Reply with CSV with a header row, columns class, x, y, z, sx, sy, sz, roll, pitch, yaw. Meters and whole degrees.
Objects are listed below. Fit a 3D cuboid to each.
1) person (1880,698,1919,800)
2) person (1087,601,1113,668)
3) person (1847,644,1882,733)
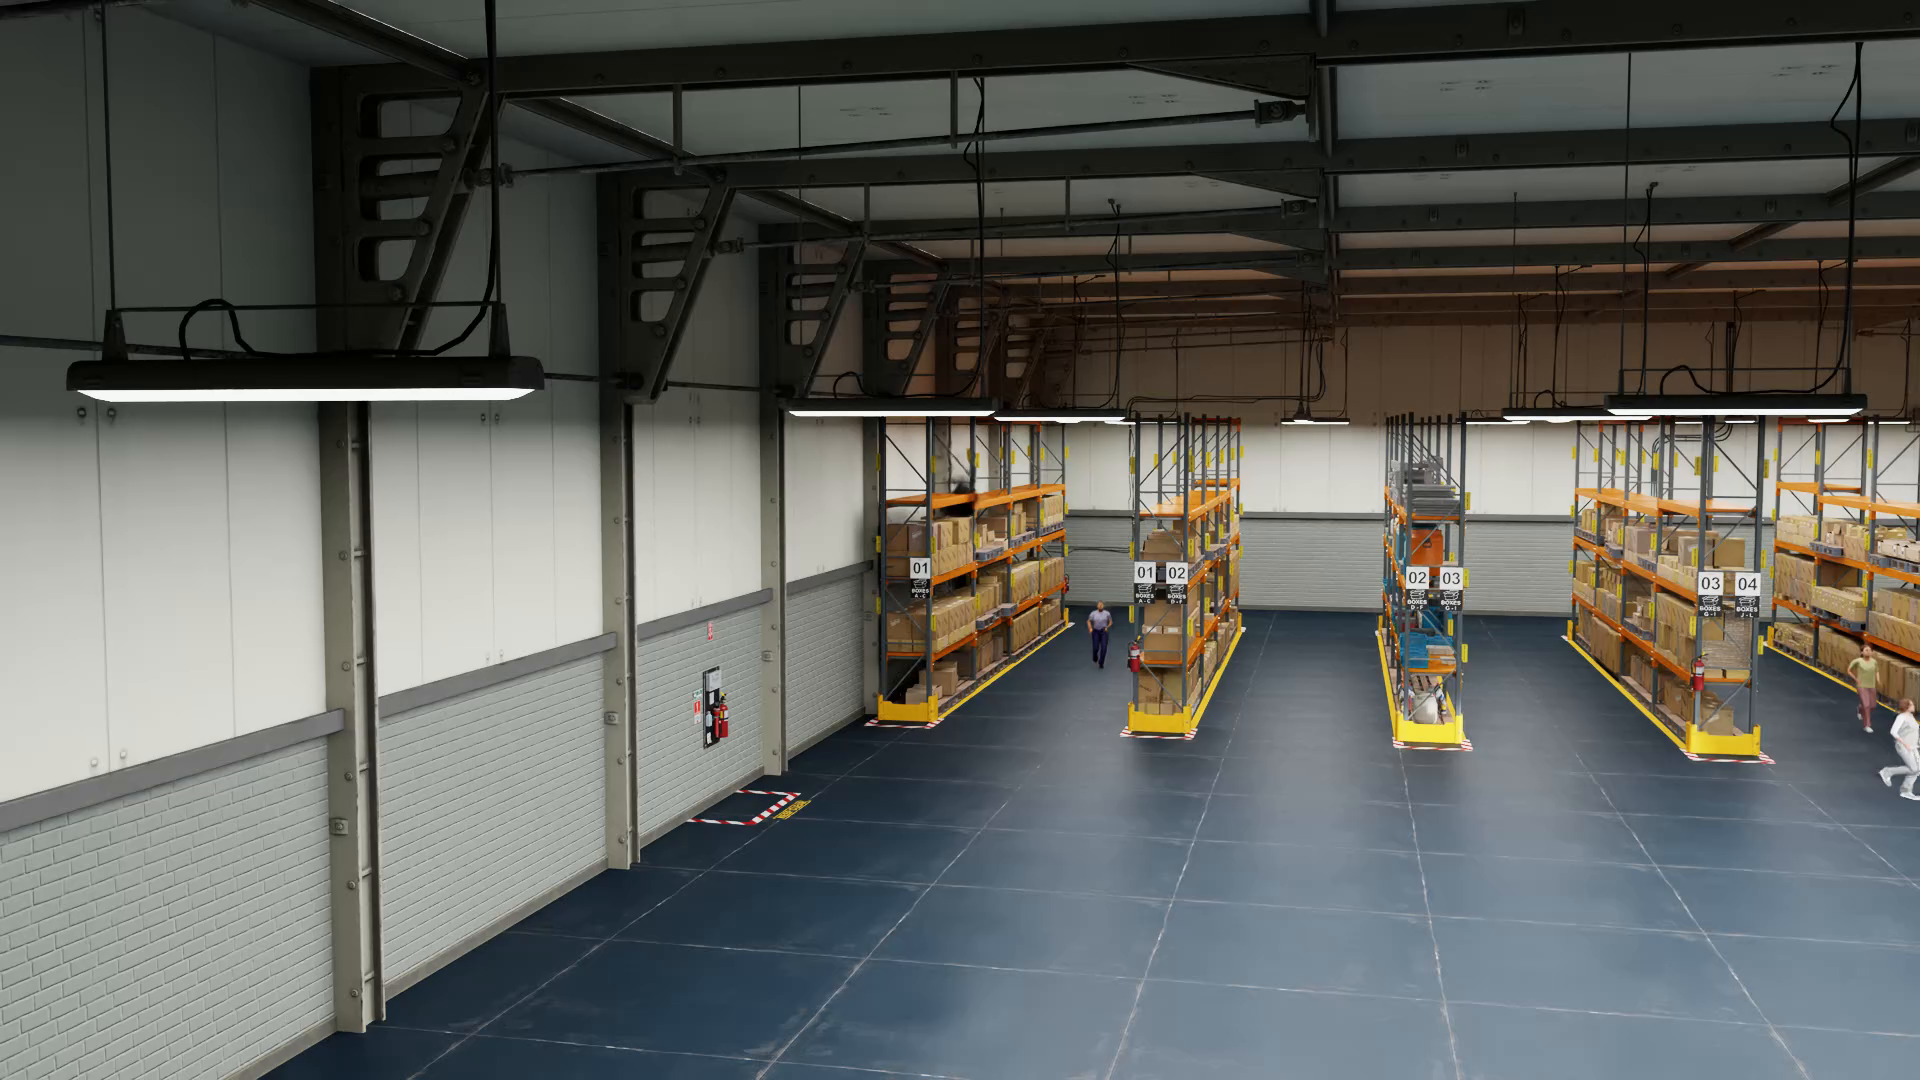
class,x,y,z,sx,sy,sz,roll,pitch,yaw
person,14.590,3.217,25.737,0.547,1.557,0.552,-3,5,-39
person,3.343,2.257,39.652,0.607,1.593,0.549,0,4,1
person,17.115,2.787,31.488,0.581,1.639,0.669,0,4,3
